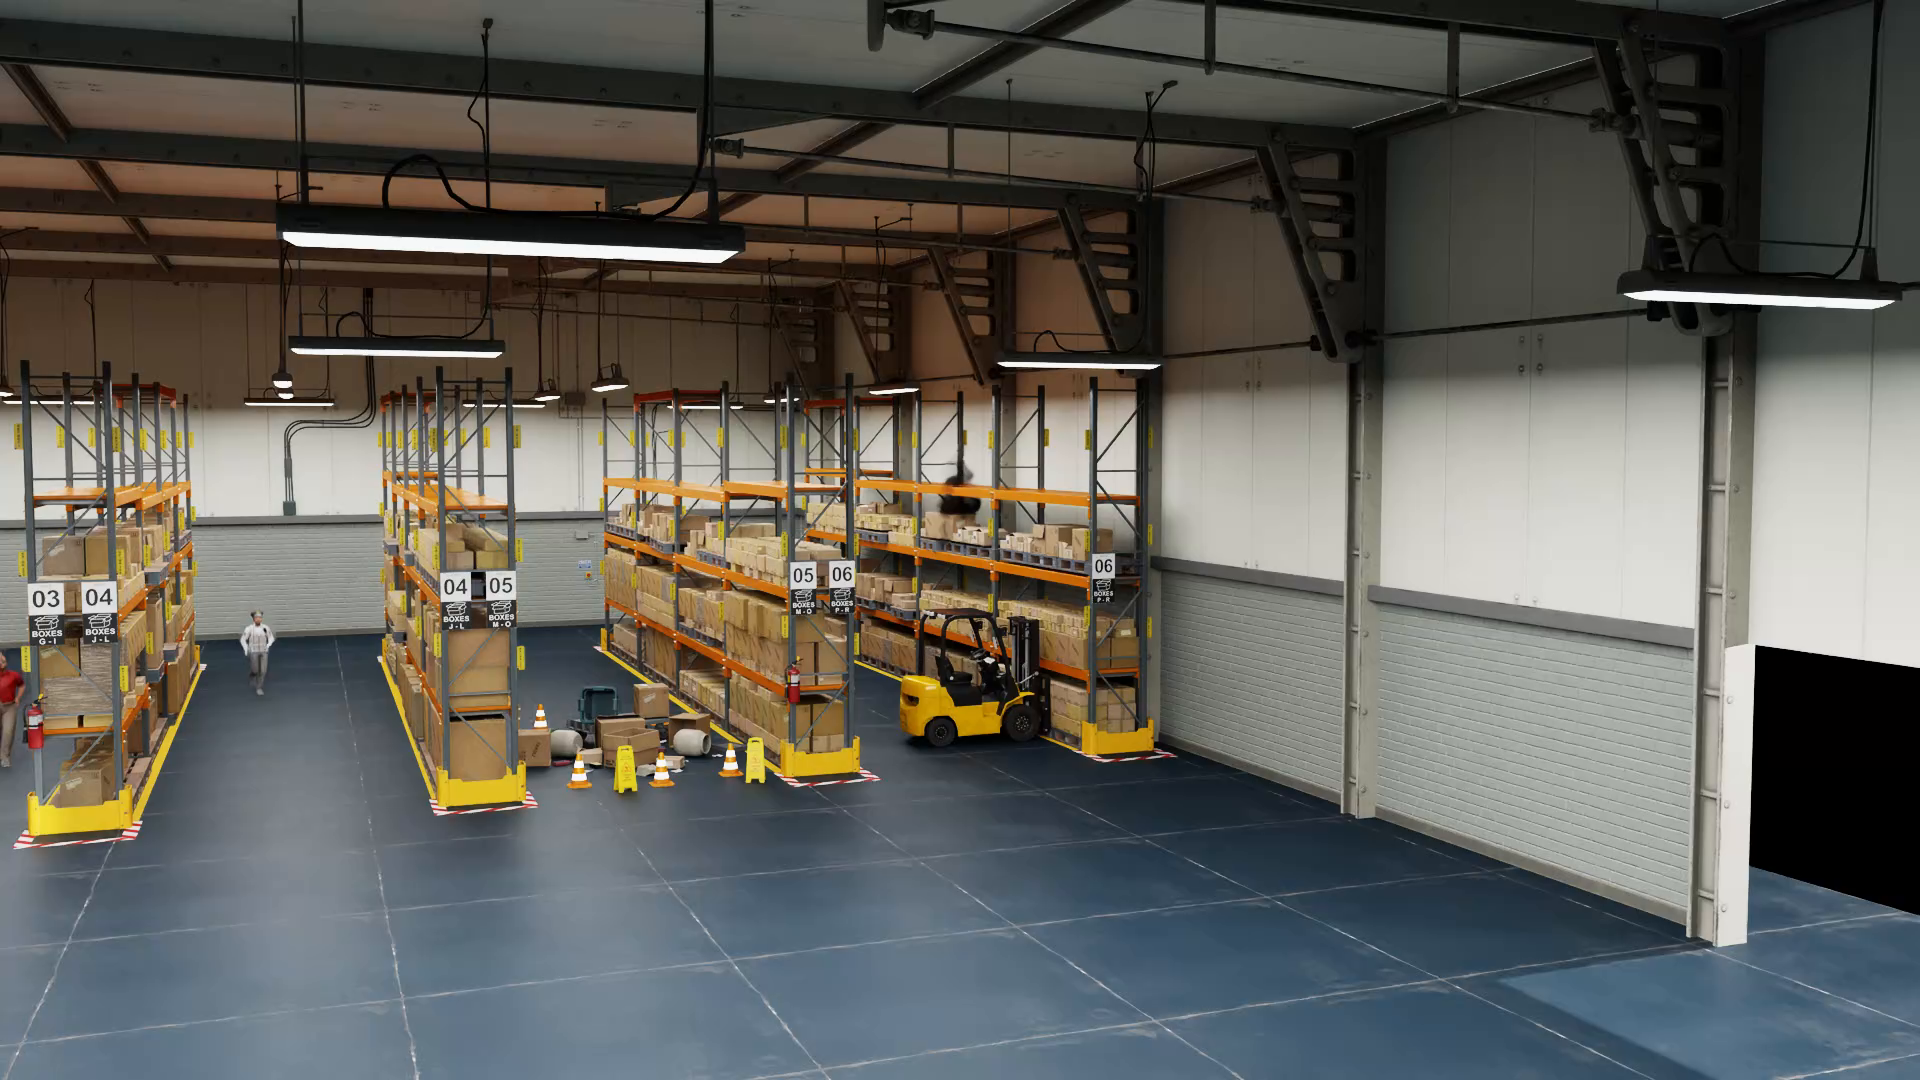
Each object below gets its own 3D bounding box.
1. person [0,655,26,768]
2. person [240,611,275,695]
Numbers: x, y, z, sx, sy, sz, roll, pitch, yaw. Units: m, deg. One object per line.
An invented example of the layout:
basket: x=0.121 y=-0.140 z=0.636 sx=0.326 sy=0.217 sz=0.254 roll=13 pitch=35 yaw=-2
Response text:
person: x=-14.769 y=2.623 z=25.651 sx=0.663 sy=1.700 sz=0.752 roll=-2 pitch=4 yaw=-32
person: x=-13.847 y=2.213 z=32.811 sx=0.616 sy=1.660 sz=0.554 roll=-2 pitch=4 yaw=-31
